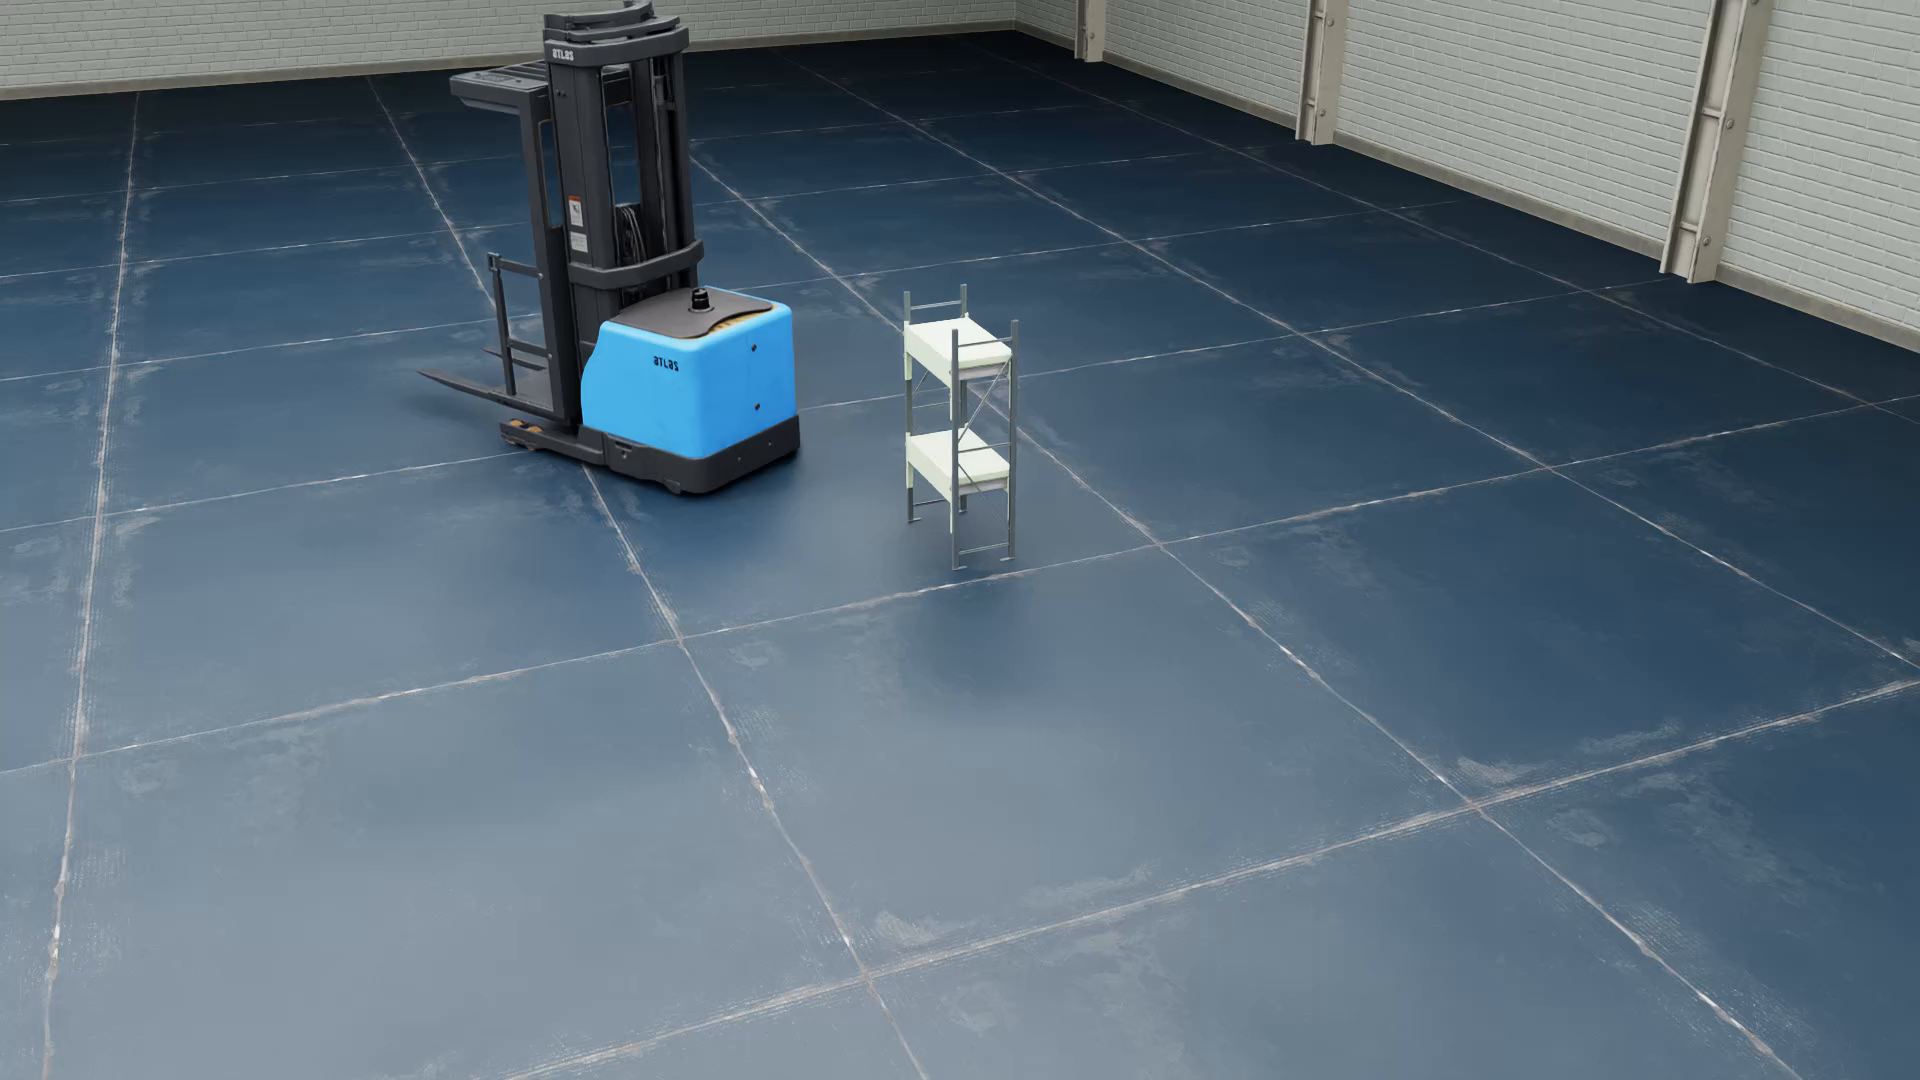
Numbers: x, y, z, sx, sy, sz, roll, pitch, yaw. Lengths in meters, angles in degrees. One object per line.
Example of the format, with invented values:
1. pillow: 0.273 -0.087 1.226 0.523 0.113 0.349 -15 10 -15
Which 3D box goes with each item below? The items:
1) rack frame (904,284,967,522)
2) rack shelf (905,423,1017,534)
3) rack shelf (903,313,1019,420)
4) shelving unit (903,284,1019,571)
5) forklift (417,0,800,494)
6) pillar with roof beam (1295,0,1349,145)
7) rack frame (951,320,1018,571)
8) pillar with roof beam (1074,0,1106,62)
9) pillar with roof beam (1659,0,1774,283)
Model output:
1. rack frame: -0.146 -0.824 10.229 0.400 1.500 0.023 -11 28 -21
2. rack shelf: -0.003 -0.384 10.069 0.431 0.370 0.720 -11 28 -21
3. rack shelf: -0.003 -1.027 9.755 0.431 0.370 0.720 -11 28 -21
4. shelving unit: -0.003 -0.677 9.926 0.431 1.500 0.755 -11 28 -21
5. forklift: -2.593 -2.106 11.222 3.031 2.935 1.130 17 31 31
6. pillar with roof beam: 0.342 -8.143 16.672 9.100 9.000 0.400 -11 28 -21
7. rack frame: 0.141 -0.529 9.624 0.400 1.500 0.023 -11 28 -21
8. pillar with roof beam: -2.008 -10.566 21.633 9.100 9.000 0.400 -11 28 -21
9. pillar with roof beam: 2.691 -5.721 11.711 9.100 9.000 0.400 -11 28 -21
